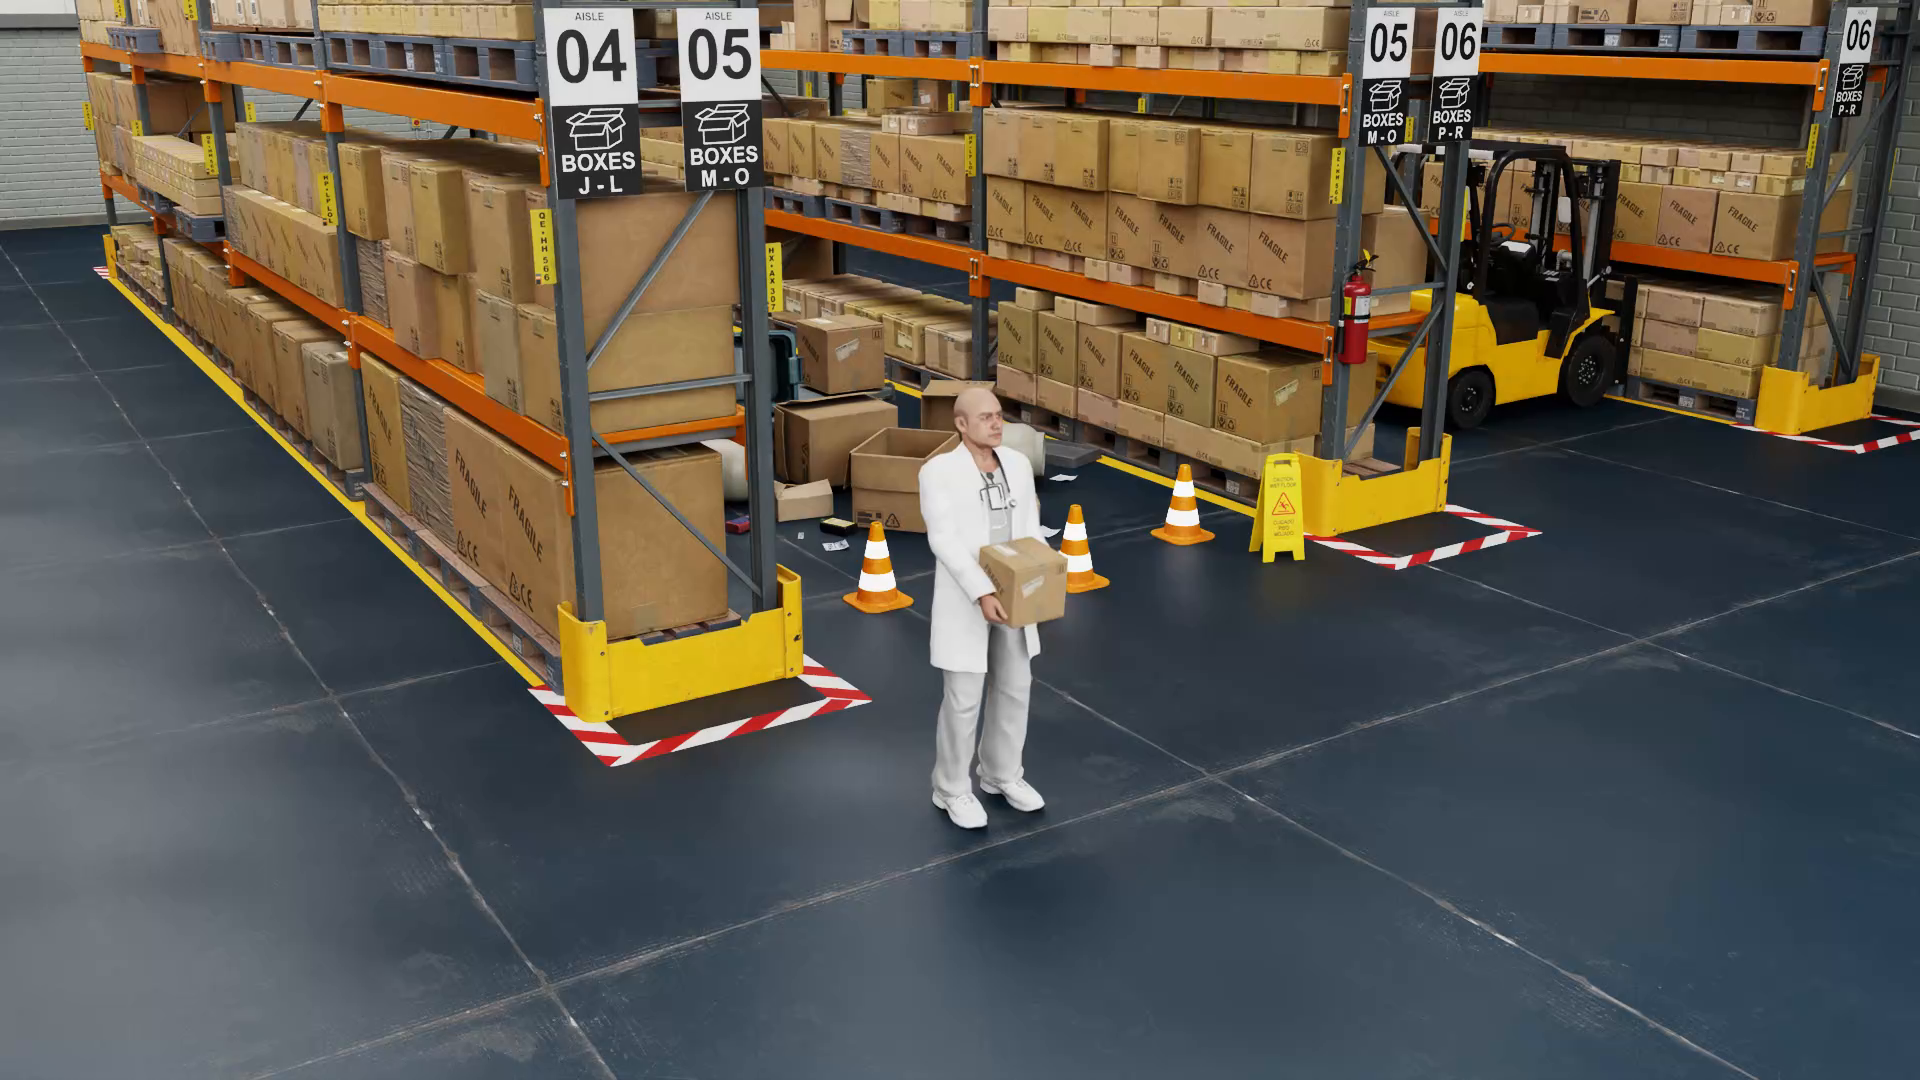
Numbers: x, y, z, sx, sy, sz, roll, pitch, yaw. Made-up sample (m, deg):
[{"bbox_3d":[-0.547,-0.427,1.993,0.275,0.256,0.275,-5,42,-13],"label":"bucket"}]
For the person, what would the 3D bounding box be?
[{"bbox_3d":[0.148,0.288,6.685,0.531,1.771,0.553,-11,21,-32],"label":"person"}]
